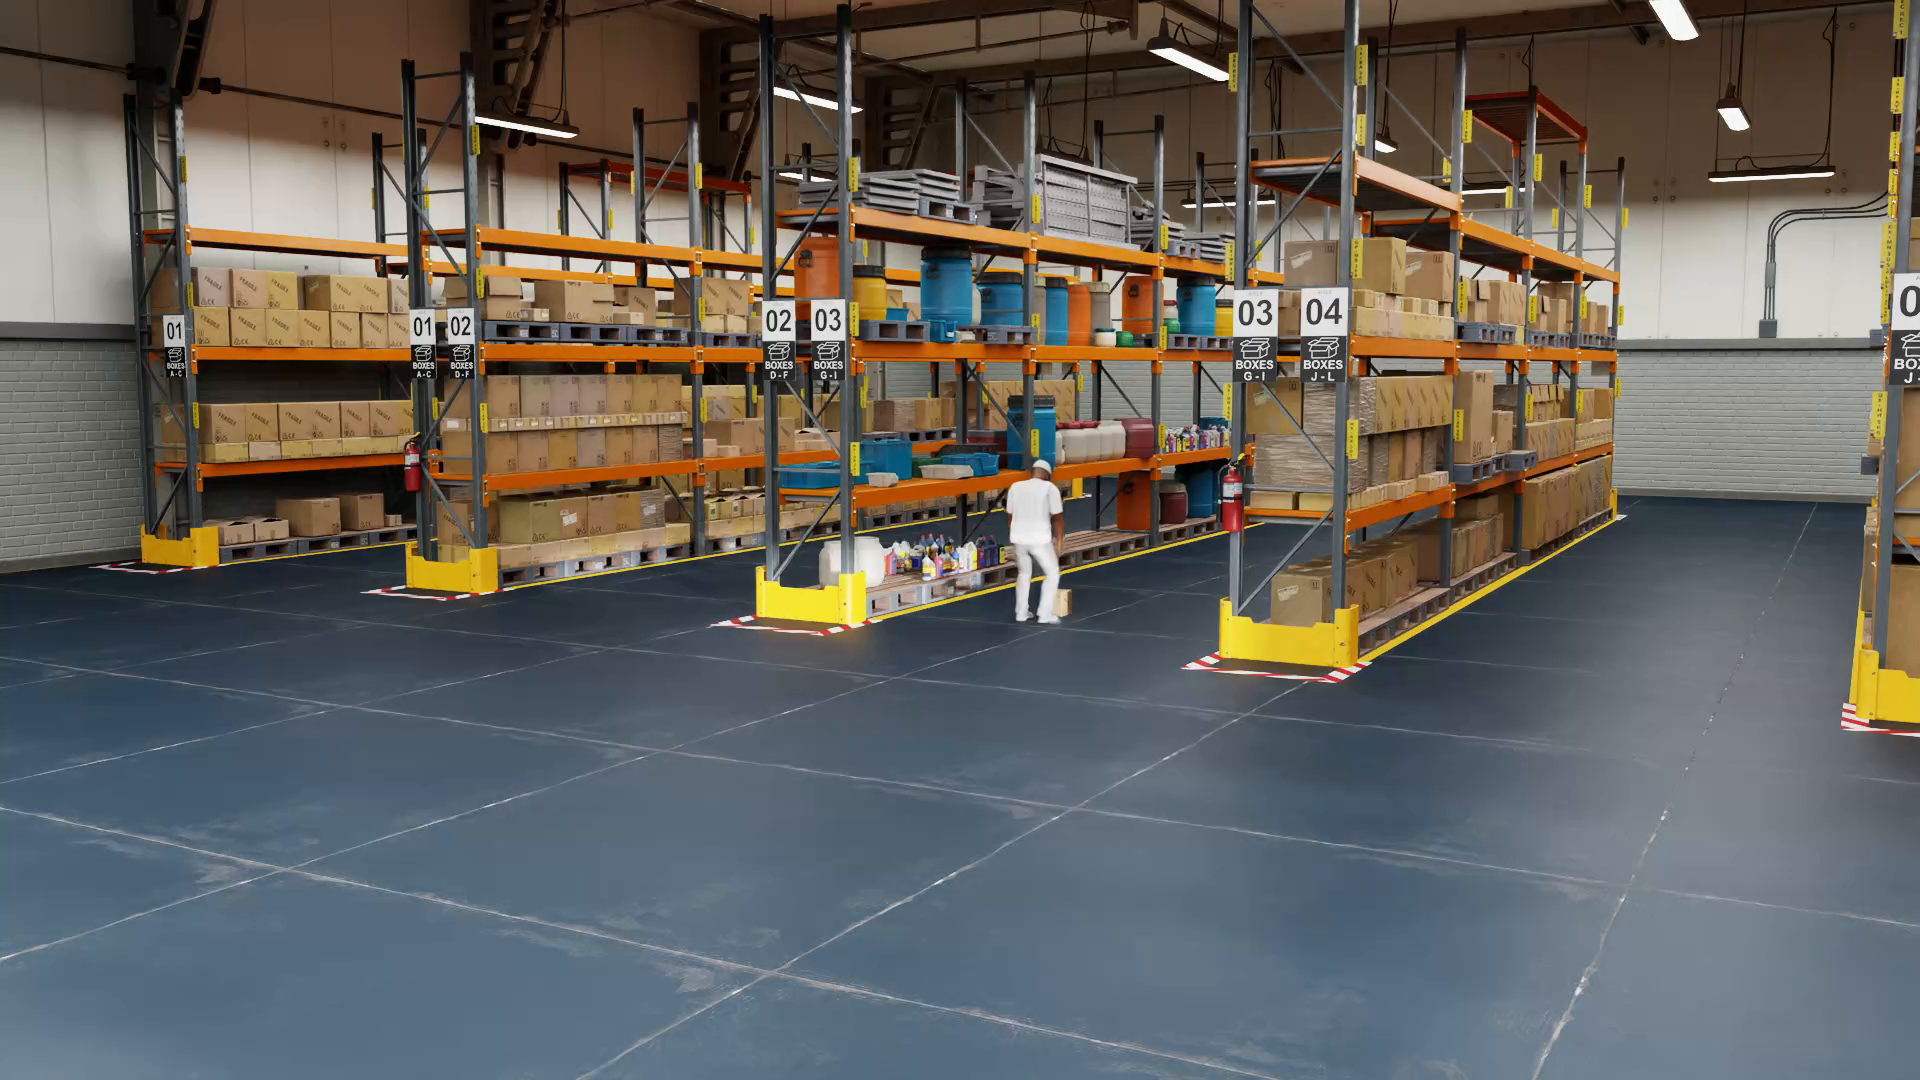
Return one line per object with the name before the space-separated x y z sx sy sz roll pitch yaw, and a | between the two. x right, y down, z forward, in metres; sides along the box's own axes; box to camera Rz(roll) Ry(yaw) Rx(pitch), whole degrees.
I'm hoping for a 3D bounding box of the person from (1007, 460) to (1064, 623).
person | 0.744 0.005 16.739 0.616 1.614 0.599 3 7 29
